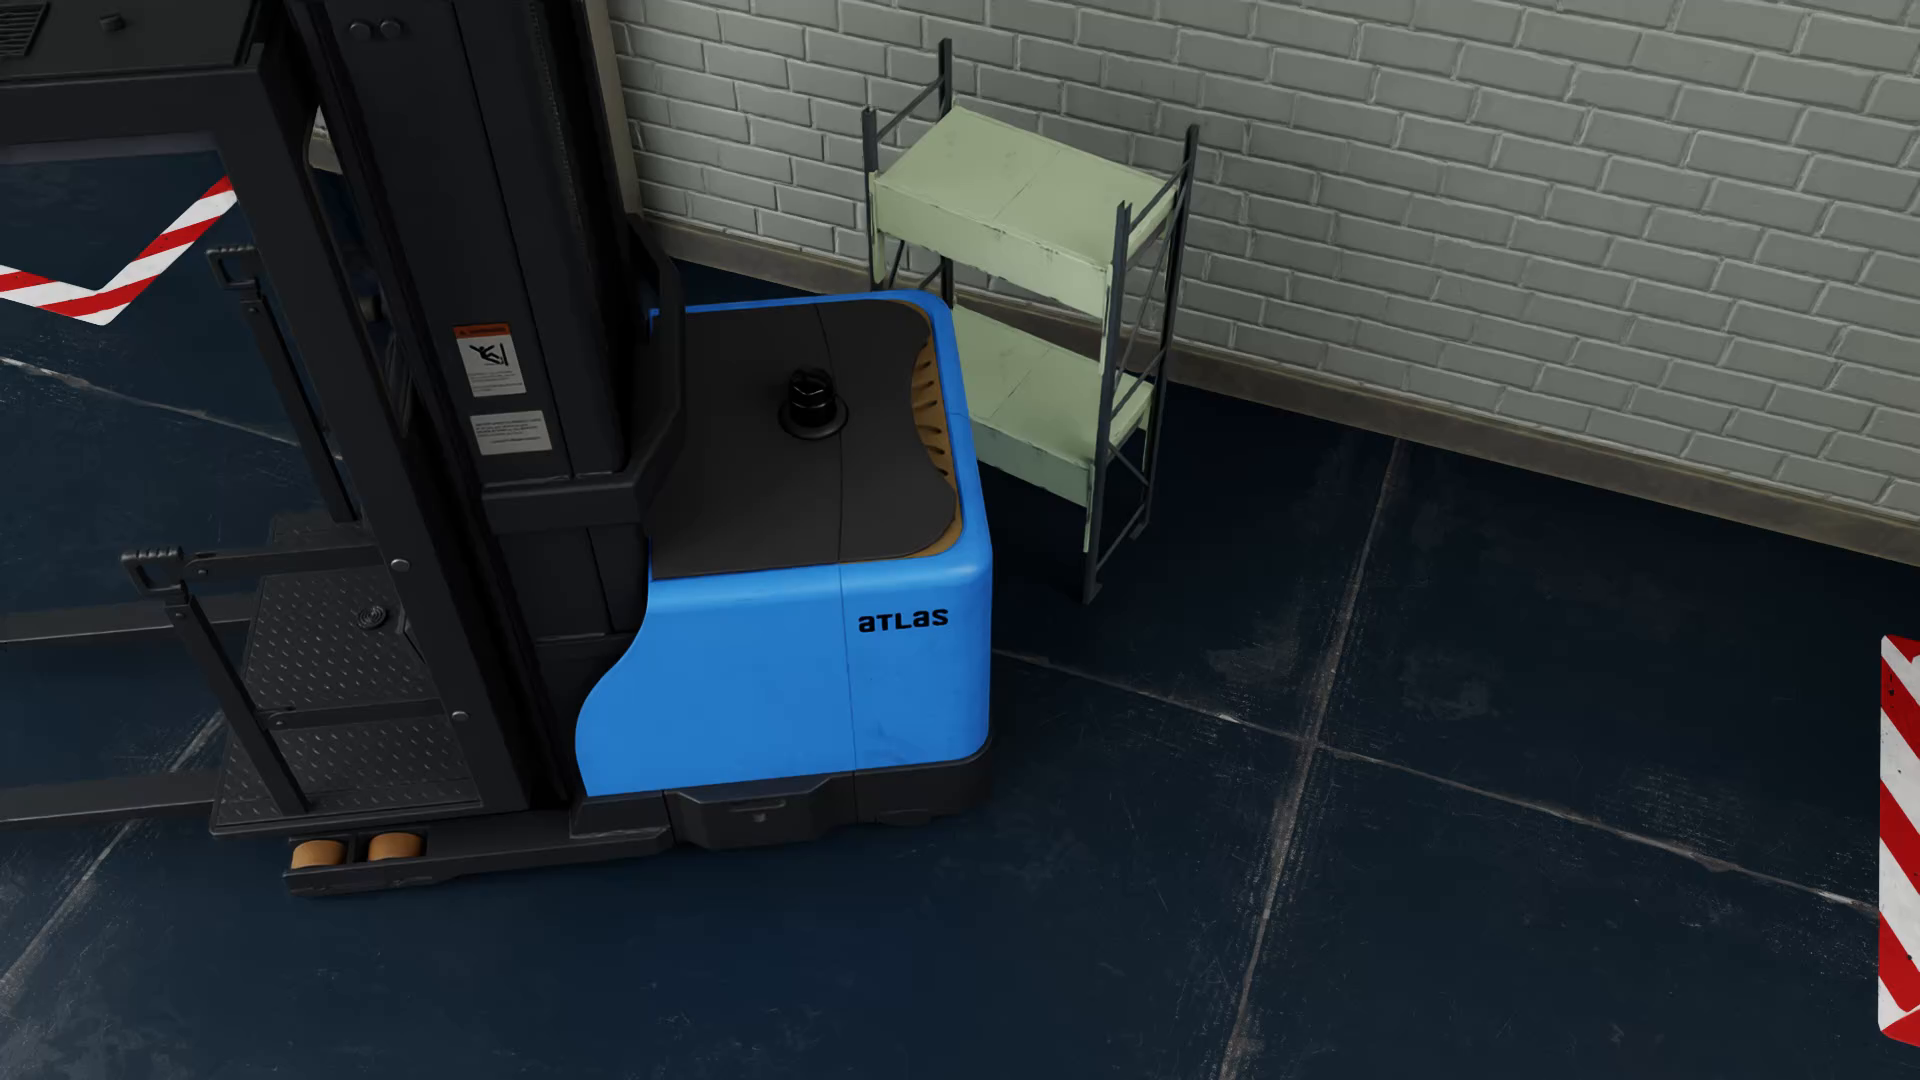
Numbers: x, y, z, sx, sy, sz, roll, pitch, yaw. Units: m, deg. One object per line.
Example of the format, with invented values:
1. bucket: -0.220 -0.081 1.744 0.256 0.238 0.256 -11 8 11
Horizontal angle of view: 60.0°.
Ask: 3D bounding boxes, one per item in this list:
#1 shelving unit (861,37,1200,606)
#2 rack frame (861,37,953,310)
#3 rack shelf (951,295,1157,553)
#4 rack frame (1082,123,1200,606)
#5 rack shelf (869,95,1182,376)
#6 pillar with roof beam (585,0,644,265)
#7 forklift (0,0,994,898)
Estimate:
1. shelving unit: 0.176 -0.569 4.751 0.755 1.500 0.431 25 54 20
2. rack frame: -0.136 -0.714 4.877 0.023 1.500 0.400 25 54 20
3. rack shelf: 0.176 -0.356 4.997 0.720 0.370 0.431 25 54 20
4. rack frame: 0.487 -0.424 4.625 0.023 1.500 0.400 25 54 20
5. rack shelf: 0.176 -0.825 4.456 0.720 0.370 0.431 25 54 20
6. pillar with roof beam: -2.886 -0.940 0.110 0.400 9.000 9.100 16 51 13
7. forklift: -1.465 -0.440 3.692 3.031 2.935 1.130 -5 49 -4
